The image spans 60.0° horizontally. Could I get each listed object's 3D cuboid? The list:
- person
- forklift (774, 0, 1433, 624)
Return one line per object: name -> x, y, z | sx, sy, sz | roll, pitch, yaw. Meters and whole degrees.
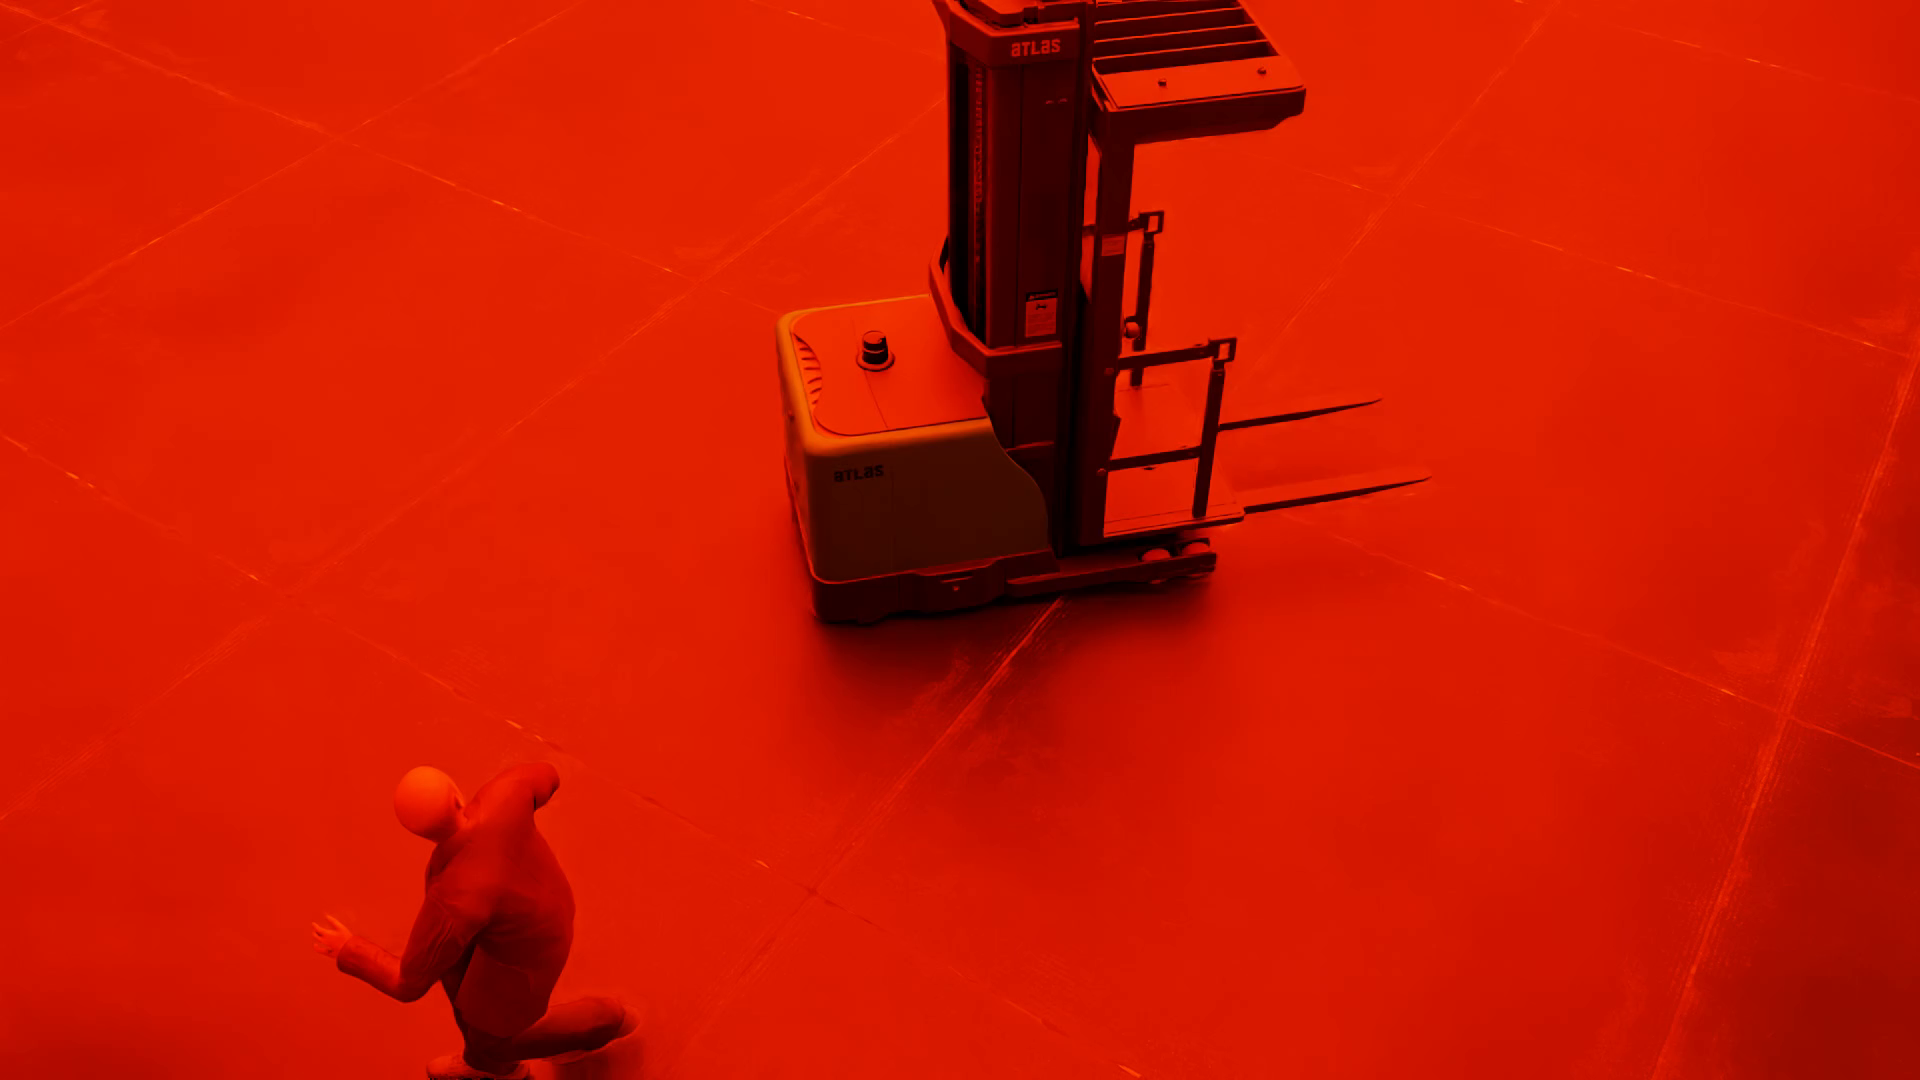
person -> -1.602, 1.227, 5.503 | 0.911, 1.647, 0.926 | -2, 44, -2
forklift -> 0.722, -1.209, 7.124 | 3.031, 2.935, 1.130 | -9, 44, -9
